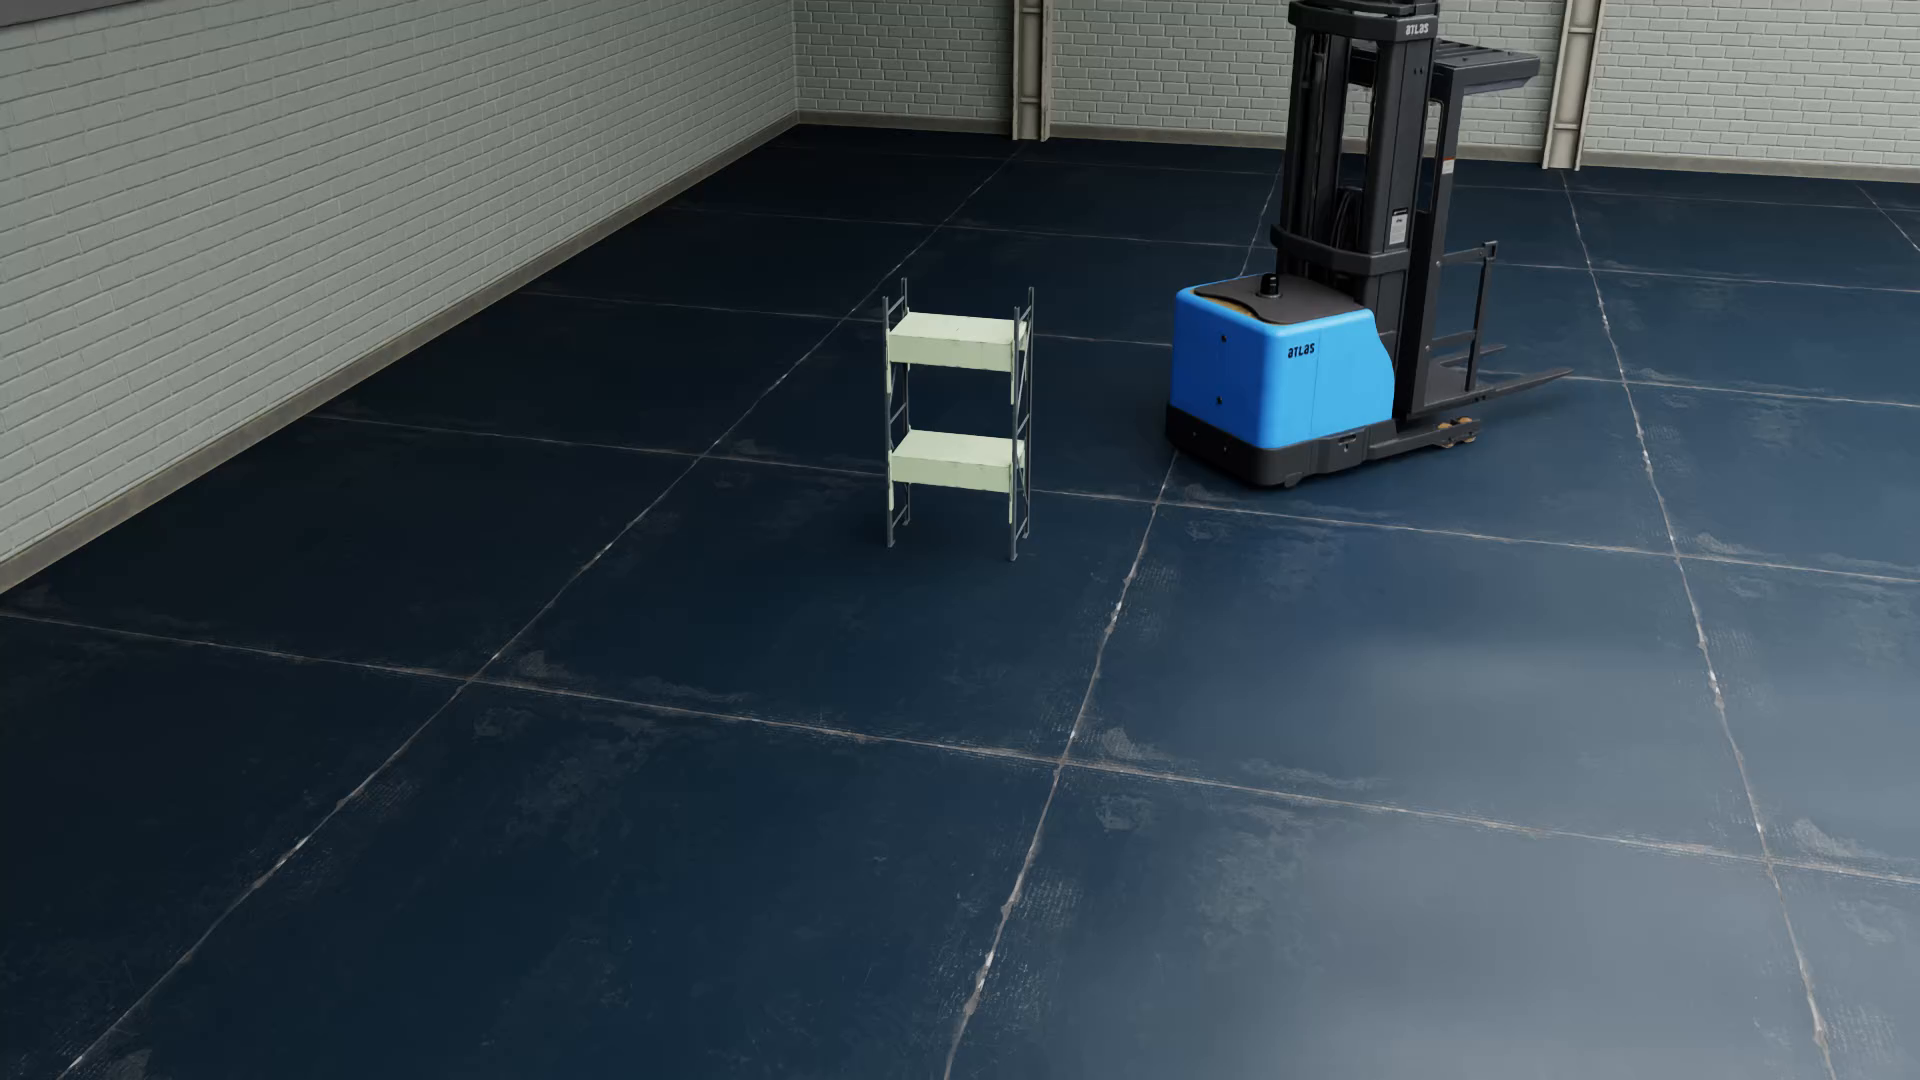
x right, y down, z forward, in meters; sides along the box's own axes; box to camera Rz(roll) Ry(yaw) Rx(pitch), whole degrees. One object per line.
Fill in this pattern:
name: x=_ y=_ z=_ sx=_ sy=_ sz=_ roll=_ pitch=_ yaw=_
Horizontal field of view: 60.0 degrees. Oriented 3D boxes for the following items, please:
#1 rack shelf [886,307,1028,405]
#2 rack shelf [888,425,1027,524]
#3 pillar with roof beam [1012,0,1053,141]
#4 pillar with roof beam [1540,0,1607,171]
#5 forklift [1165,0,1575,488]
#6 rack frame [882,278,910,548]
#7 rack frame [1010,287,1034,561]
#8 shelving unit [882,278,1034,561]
rack shelf: x=-0.006 y=-1.030 z=9.261 sx=0.720 sy=0.370 sz=0.431 roll=6 pitch=26 yaw=13
rack shelf: x=-0.006 y=-0.384 z=9.569 sx=0.720 sy=0.370 sz=0.431 roll=6 pitch=26 yaw=13
pillar with roof beam: x=-0.225 y=-7.061 z=14.112 sx=0.400 sy=9.000 sz=9.100 roll=6 pitch=26 yaw=13
pillar with roof beam: x=5.585 y=-6.418 z=12.763 sx=0.400 sy=9.000 sz=9.100 roll=6 pitch=26 yaw=13
forklift: x=2.884 y=-2.108 z=10.769 sx=3.031 sy=2.935 sz=1.130 roll=-15 pitch=29 yaw=-28
rack frame: x=-0.361 y=-0.717 z=9.511 sx=0.023 sy=1.500 sz=0.400 roll=6 pitch=26 yaw=13
rack frame: x=0.348 y=-0.639 z=9.347 sx=0.023 sy=1.500 sz=0.400 roll=6 pitch=26 yaw=13
shelving unit: x=-0.006 y=-0.678 z=9.429 sx=0.755 sy=1.500 sz=0.431 roll=6 pitch=26 yaw=13
